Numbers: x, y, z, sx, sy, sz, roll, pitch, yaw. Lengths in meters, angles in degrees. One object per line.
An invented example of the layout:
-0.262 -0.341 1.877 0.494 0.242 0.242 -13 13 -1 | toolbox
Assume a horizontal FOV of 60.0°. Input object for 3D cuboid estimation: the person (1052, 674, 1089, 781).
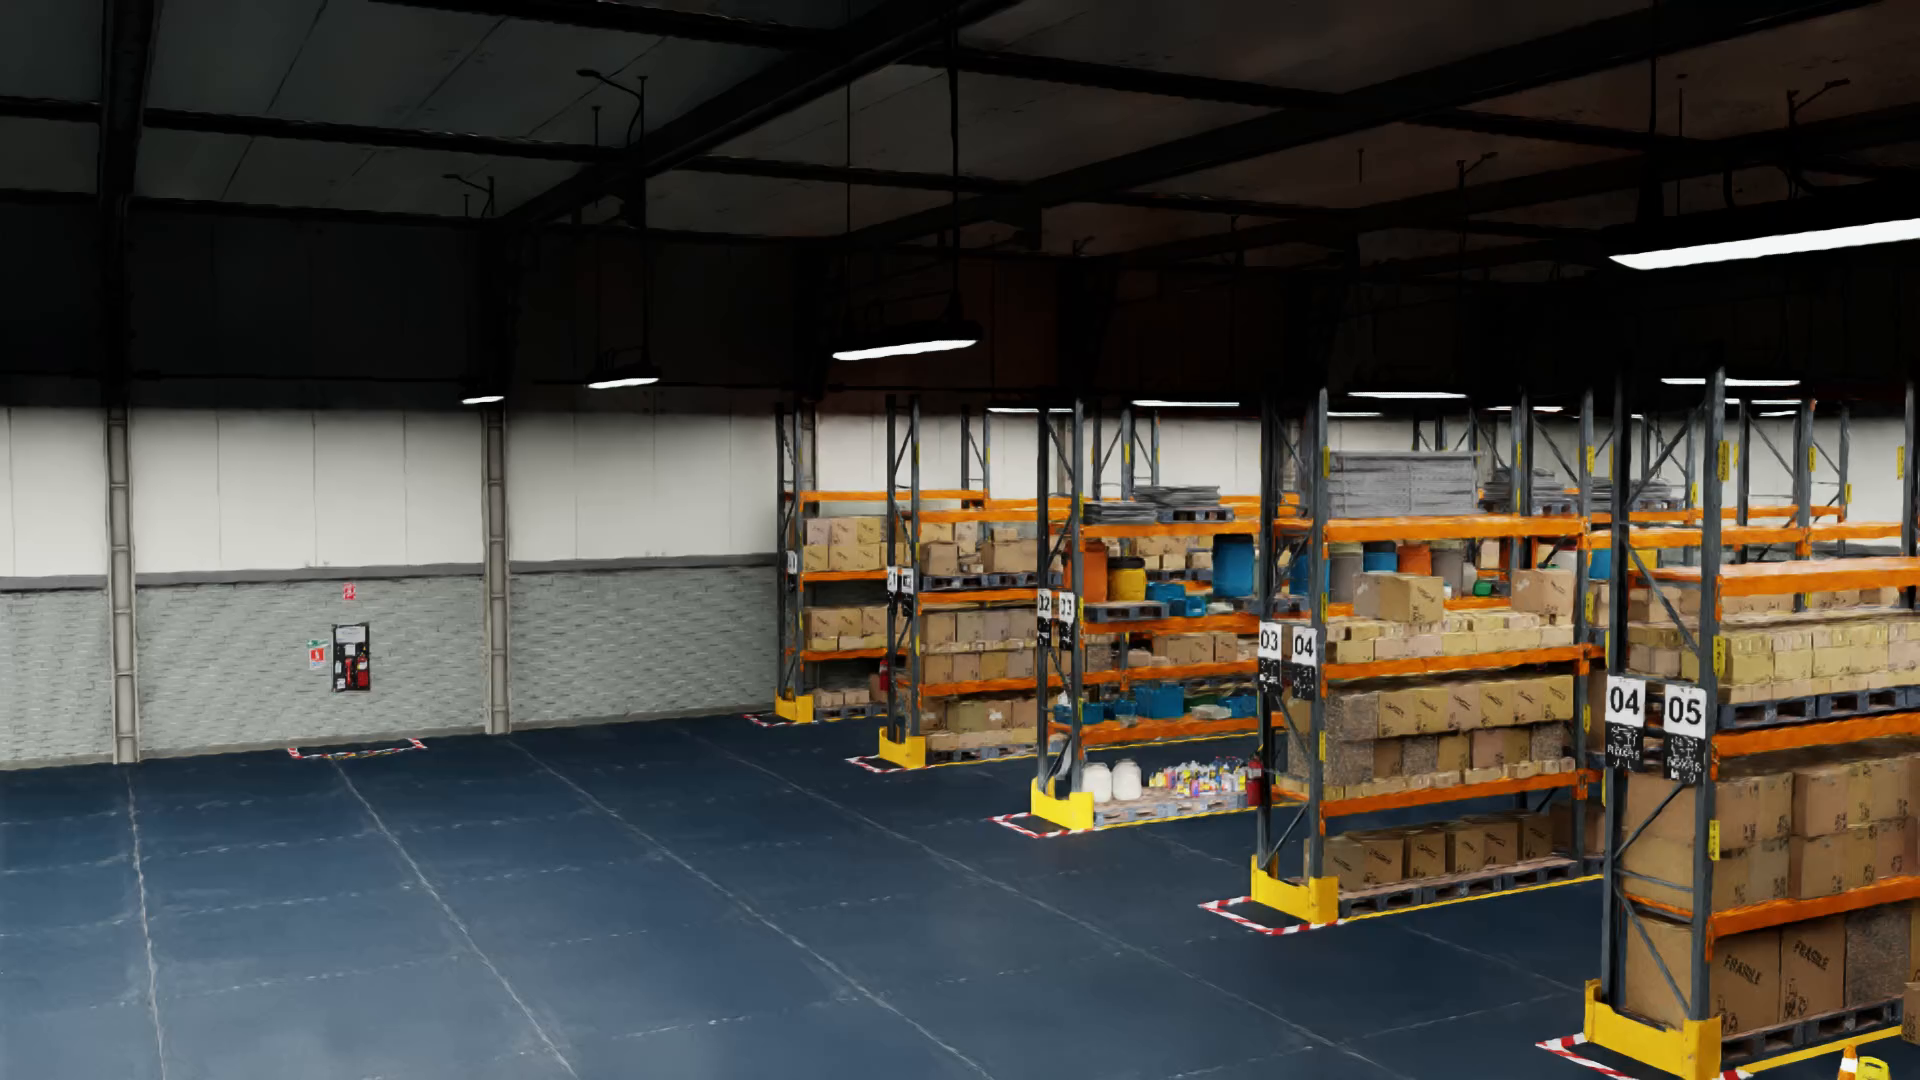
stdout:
1.695 2.877 25.797 0.995 1.621 0.483 -2 4 -36 | person
